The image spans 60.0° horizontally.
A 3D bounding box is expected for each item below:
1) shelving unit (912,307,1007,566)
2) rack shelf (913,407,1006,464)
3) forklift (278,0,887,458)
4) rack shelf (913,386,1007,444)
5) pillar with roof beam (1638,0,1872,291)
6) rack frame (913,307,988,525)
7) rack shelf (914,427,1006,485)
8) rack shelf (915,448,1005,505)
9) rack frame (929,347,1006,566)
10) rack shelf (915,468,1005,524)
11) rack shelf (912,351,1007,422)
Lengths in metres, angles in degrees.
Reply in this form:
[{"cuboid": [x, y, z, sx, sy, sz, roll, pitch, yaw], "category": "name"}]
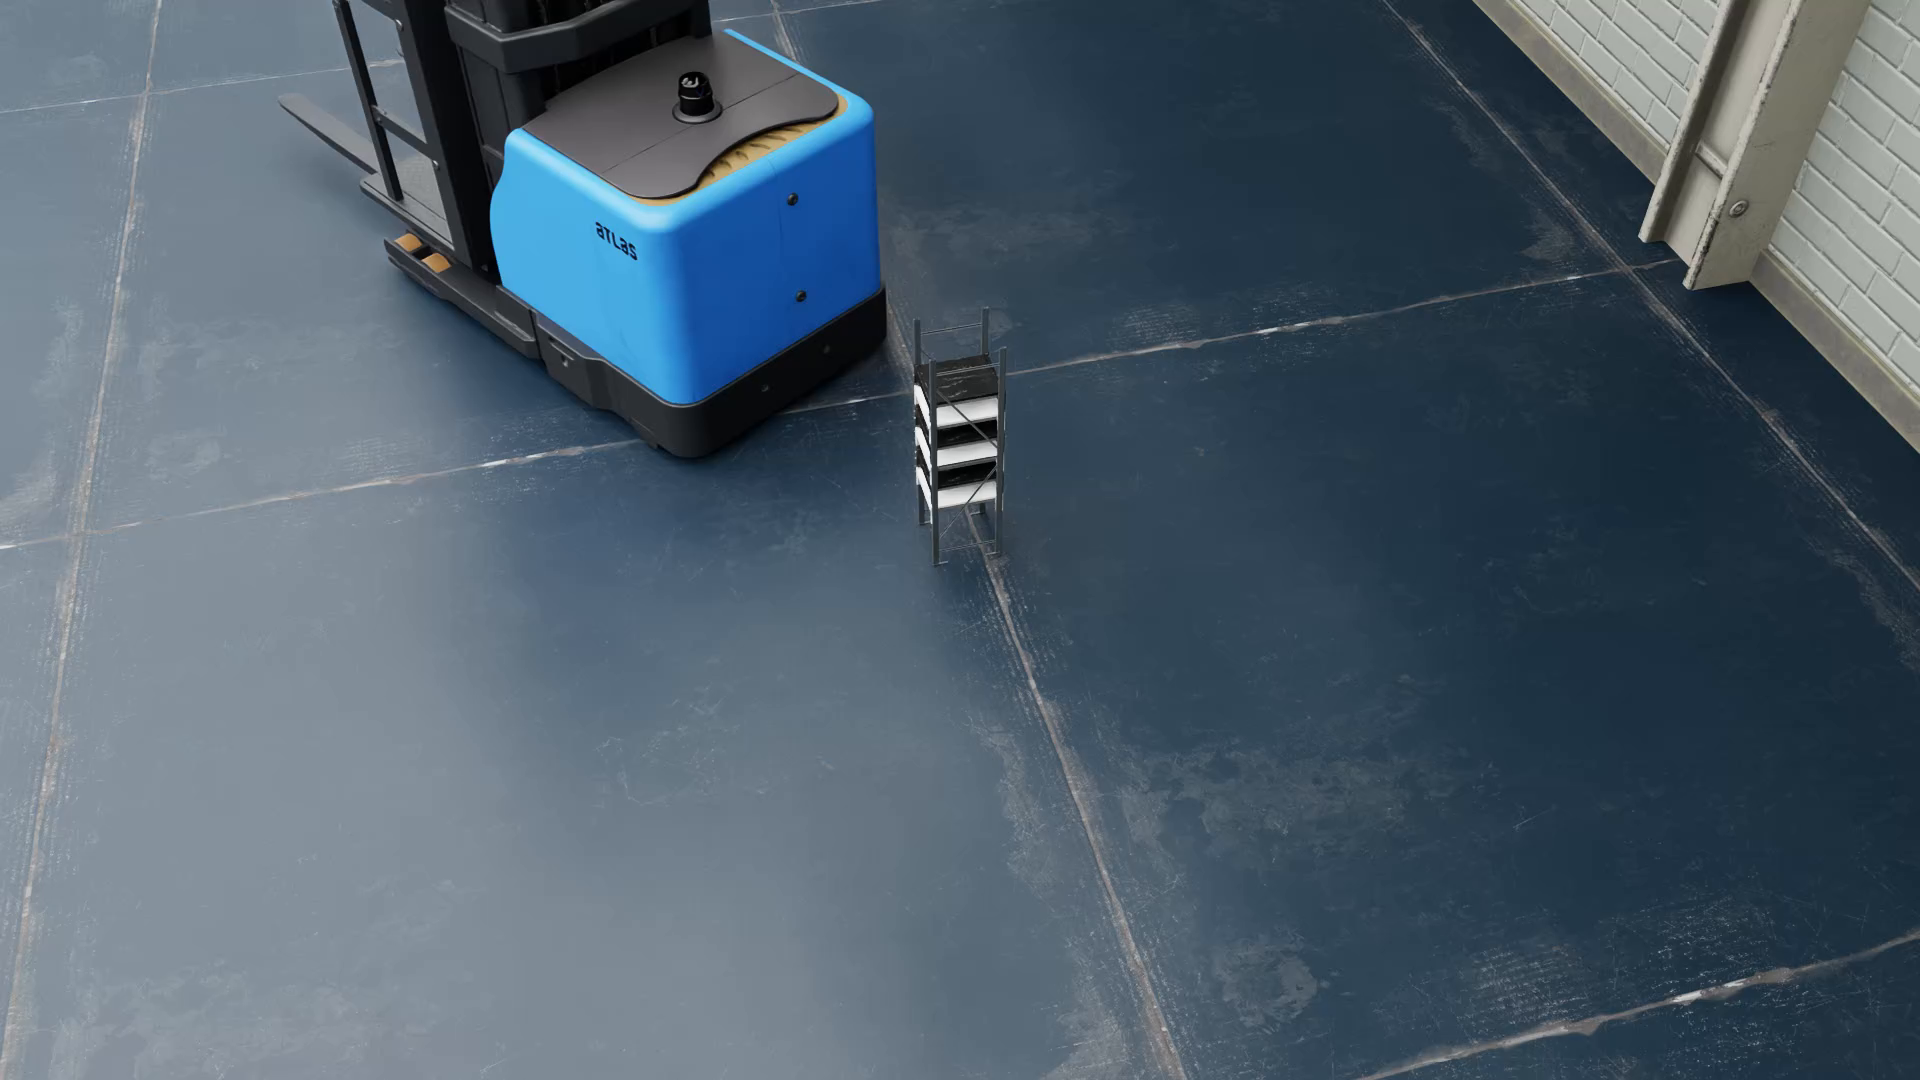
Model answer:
[{"cuboid": [-0.002, -0.321, 5.434, 0.258, 0.900, 0.210, -11, 47, -10], "category": "shelving unit"}, {"cuboid": [-0.002, -0.360, 5.394, 0.258, 0.077, 0.200, -11, 47, -10], "category": "rack shelf"}, {"cuboid": [-1.695, -2.253, 5.906, 3.031, 2.935, 1.130, 34, 55, 29], "category": "forklift"}, {"cuboid": [-0.002, -0.423, 5.329, 0.258, 0.077, 0.200, -11, 47, -10], "category": "rack shelf"}, {"cuboid": [-1.107, -3.539, 2.917, 9.100, 9.000, 0.400, -11, 47, -10], "category": "pillar with roof beam"}, {"cuboid": [-0.028, -0.391, 5.503, 0.240, 0.900, 0.006, -11, 47, -10], "category": "rack frame"}, {"cuboid": [-0.002, -0.297, 5.458, 0.258, 0.077, 0.200, -11, 47, -10], "category": "rack shelf"}, {"cuboid": [-0.002, -0.234, 5.522, 0.258, 0.077, 0.200, -11, 47, -10], "category": "rack shelf"}, {"cuboid": [0.024, -0.250, 5.365, 0.240, 0.900, 0.006, -11, 47, -10], "category": "rack frame"}, {"cuboid": [-0.002, -0.171, 5.586, 0.258, 0.077, 0.200, -11, 47, -10], "category": "rack shelf"}, {"cuboid": [-0.002, -0.486, 5.265, 0.258, 0.077, 0.200, -11, 47, -10], "category": "rack shelf"}]
